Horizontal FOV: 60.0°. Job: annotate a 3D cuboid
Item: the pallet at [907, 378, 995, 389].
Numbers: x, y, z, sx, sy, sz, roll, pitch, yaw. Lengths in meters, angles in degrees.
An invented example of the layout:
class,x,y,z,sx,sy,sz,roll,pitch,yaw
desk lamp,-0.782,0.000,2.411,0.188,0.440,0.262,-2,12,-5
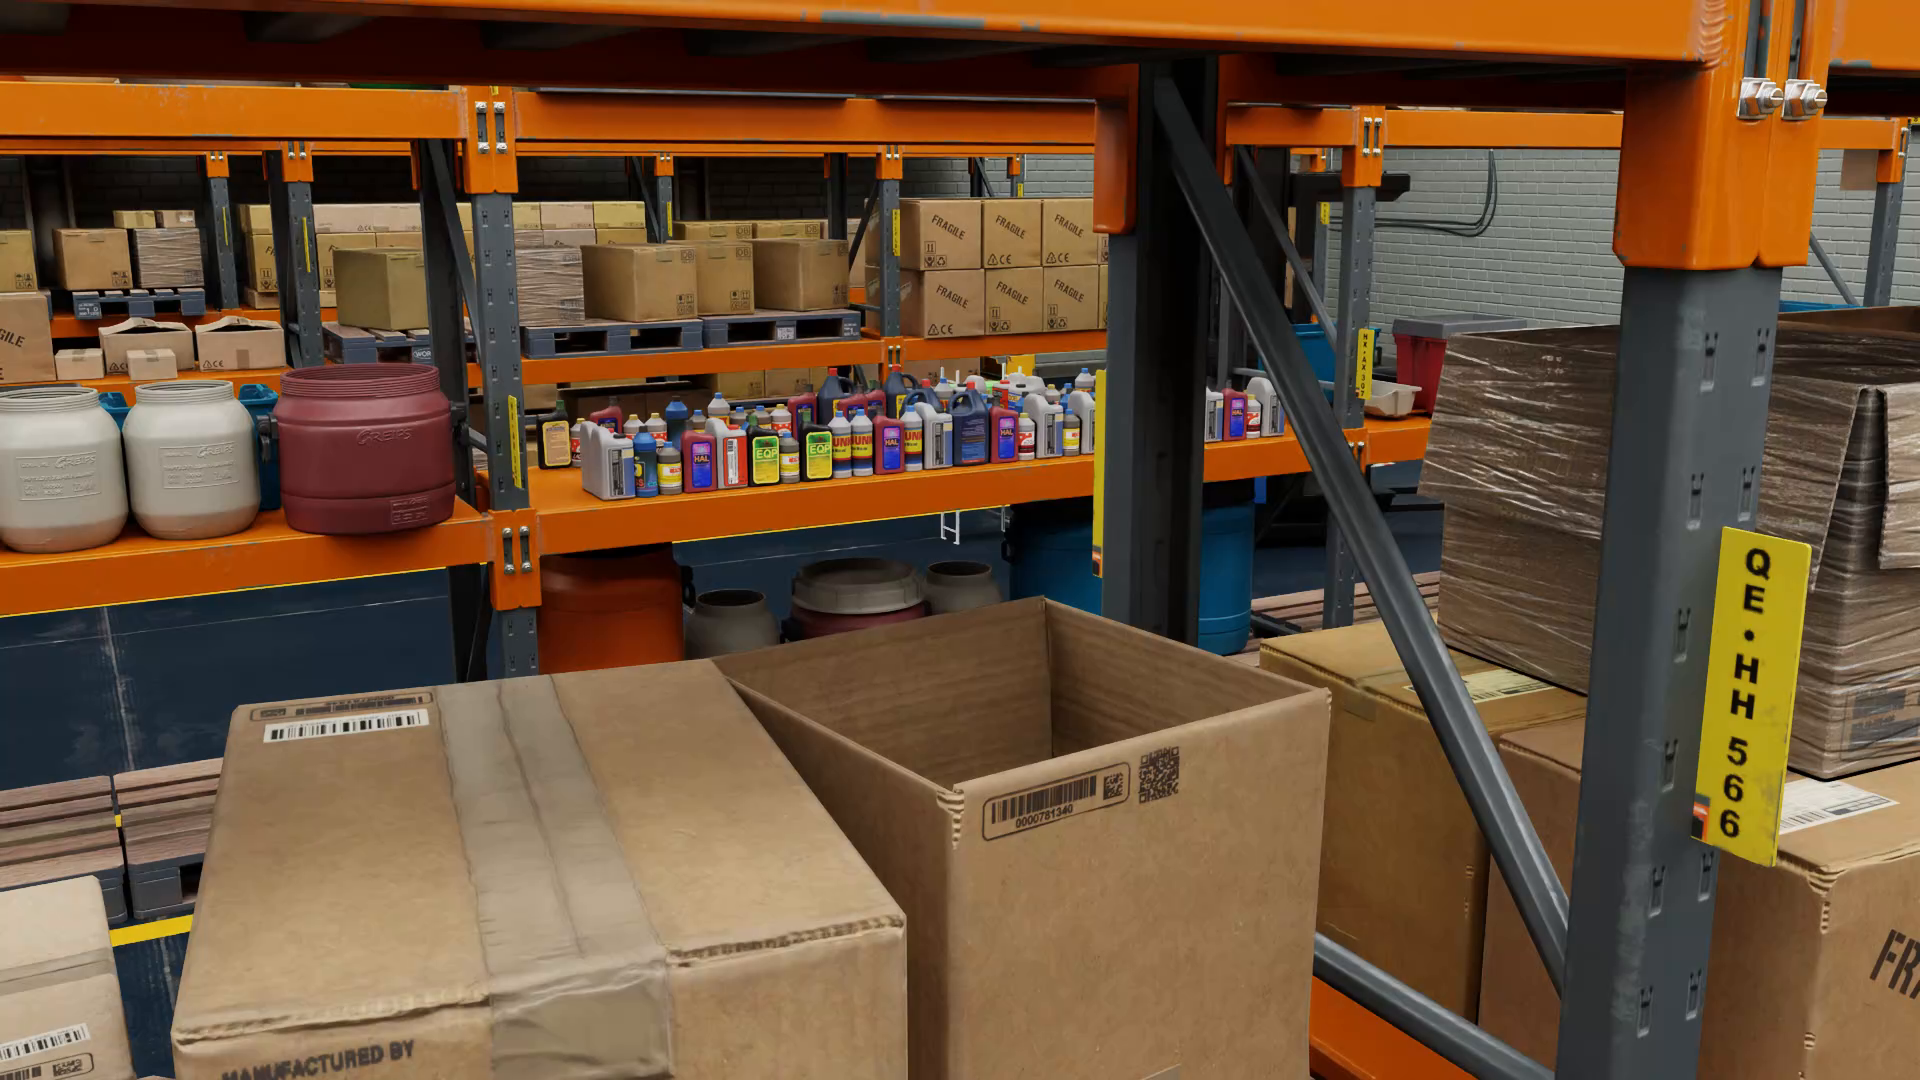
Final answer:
class,x,y,z,sx,sy,sz,roll,pitch,yaw
pallet,-0.258,-1.669,18.545,1.213,0.211,1.003,-7,14,-28

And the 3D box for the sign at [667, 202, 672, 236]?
class,x,y,z,sx,sy,sz,roll,pitch,yaw
sign,-2.836,-3.131,16.231,0.005,0.325,0.100,-7,14,-28

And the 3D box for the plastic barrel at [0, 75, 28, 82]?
class,x,y,z,sx,sy,sz,roll,pitch,yaw
plastic barrel,-3.268,-1.937,5.576,0.708,0.830,0.600,-7,14,-28

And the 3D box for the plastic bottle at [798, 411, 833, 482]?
class,x,y,z,sx,sy,sz,roll,pitch,yaw
plastic bottle,-0.586,-0.382,6.742,0.133,0.283,0.061,-7,14,-28

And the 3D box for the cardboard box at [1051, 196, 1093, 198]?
class,x,y,z,sx,sy,sz,roll,pitch,yaw
cardboard box,0.925,-2.553,13.618,0.500,0.500,0.500,-7,14,-28

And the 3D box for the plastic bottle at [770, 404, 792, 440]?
class,x,y,z,sx,sy,sz,roll,pitch,yaw
plastic bottle,-0.807,-0.510,7.497,0.097,0.201,0.097,0,13,0

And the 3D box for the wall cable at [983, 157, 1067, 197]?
class,x,y,z,sx,sy,sz,roll,pitch,yaw
wall cable,1.077,-3.941,19.976,1.851,1.984,0.084,-7,14,-28

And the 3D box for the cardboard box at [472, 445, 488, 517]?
class,x,y,z,sx,sy,sz,roll,pitch,yaw
cardboard box,-3.245,-0.377,11.143,0.500,0.500,0.500,-7,15,-30

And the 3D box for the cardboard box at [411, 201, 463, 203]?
class,x,y,z,sx,sy,sz,roll,pitch,yaw
cardboard box,-4.987,-3.115,15.960,0.500,0.250,0.500,-7,15,-29

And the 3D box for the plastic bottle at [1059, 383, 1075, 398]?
class,x,y,z,sx,sy,sz,roll,pitch,yaw
plastic bottle,0.532,-0.671,8.210,0.097,0.201,0.097,0,13,0

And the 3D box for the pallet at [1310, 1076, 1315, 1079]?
class,x,y,z,sx,sy,sz,roll,pitch,yaw
pallet,-0.070,0.766,1.811,1.003,0.211,1.213,-7,14,-28

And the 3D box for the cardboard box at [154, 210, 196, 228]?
class,x,y,z,sx,sy,sz,roll,pitch,yaw
cardboard box,-6.904,-2.825,14.622,0.250,0.149,0.380,-9,16,-35

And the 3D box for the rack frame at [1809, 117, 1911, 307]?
class,x,y,z,sx,sy,sz,roll,pitch,yaw
rack frame,5.153,-1.219,10.196,0.127,3.000,1.000,-7,14,-28

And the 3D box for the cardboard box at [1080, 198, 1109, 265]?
class,x,y,z,sx,sy,sz,roll,pitch,yaw
cardboard box,1.178,-2.448,13.152,0.500,0.500,0.500,-6,14,-26

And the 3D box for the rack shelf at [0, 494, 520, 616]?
class,x,y,z,sx,sy,sz,roll,pitch,yaw
rack shelf,-3.624,0.184,5.600,4.000,0.370,1.077,-7,14,-28

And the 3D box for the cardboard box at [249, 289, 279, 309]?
class,x,y,z,sx,sy,sz,roll,pitch,yaw
cardboard box,-6.216,-2.164,14.921,0.250,0.149,0.380,-7,14,-29

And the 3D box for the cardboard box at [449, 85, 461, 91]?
class,x,y,z,sx,sy,sz,roll,pitch,yaw
cardboard box,-3.424,-2.951,10.830,0.500,0.500,0.910,-7,14,-28

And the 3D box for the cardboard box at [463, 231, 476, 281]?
class,x,y,z,sx,sy,sz,roll,pitch,yaw
cardboard box,-4.713,-2.654,15.620,0.500,0.500,0.500,-6,14,-26

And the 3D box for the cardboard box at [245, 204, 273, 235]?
class,x,y,z,sx,sy,sz,roll,pitch,yaw
cardboard box,-6.068,-2.858,14.816,0.500,0.250,0.500,-6,14,-27

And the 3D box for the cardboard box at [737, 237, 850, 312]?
class,x,y,z,sx,sy,sz,roll,pitch,yaw
cardboard box,-1.251,-2.001,12.482,0.700,0.500,0.500,11,17,41

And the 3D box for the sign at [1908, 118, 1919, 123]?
class,x,y,z,sx,sy,sz,roll,pitch,yaw
sign,5.431,-2.527,9.414,0.005,0.325,0.100,-7,14,-28

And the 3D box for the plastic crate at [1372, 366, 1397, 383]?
class,x,y,z,sx,sy,sz,roll,pitch,yaw
plastic crate,2.496,-0.863,9.103,0.590,0.125,0.437,-7,14,-28

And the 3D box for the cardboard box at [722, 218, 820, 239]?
class,x,y,z,sx,sy,sz,roll,pitch,yaw
cardboard box,-1.977,-2.984,17.353,0.700,0.700,0.980,-7,15,-29

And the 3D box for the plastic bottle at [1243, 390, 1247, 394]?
class,x,y,z,sx,sy,sz,roll,pitch,yaw
plastic bottle,1.375,-0.620,7.985,0.097,0.201,0.097,0,13,0

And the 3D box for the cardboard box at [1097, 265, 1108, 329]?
class,x,y,z,sx,sy,sz,roll,pitch,yaw
cardboard box,1.184,-1.964,13.276,0.500,0.500,0.500,-7,14,-29

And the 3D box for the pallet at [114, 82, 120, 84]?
class,x,y,z,sx,sy,sz,roll,pitch,yaw
pallet,-4.792,-2.615,9.997,1.003,0.211,1.213,-6,14,-25

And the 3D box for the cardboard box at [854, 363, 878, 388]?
class,x,y,z,sx,sy,sz,roll,pitch,yaw
cardboard box,-1.040,-1.915,18.025,0.500,0.500,0.700,-7,15,-30

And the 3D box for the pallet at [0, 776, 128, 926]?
class,x,y,z,sx,sy,sz,roll,pitch,yaw
pallet,-3.637,1.184,5.867,1.213,0.211,1.003,-7,14,-28

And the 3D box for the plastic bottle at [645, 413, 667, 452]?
class,x,y,z,sx,sy,sz,roll,pitch,yaw
plastic bottle,-1.320,-0.449,7.224,0.097,0.201,0.097,0,13,0

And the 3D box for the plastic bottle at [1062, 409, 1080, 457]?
class,x,y,z,sx,sy,sz,roll,pitch,yaw
plastic bottle,0.481,-0.475,7.340,0.097,0.201,0.097,0,13,0

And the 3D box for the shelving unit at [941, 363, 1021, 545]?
class,x,y,z,sx,sy,sz,roll,pitch,yaw
shelving unit,0.145,-0.603,11.555,0.503,1.200,0.258,-7,14,-28

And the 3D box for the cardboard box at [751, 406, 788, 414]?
class,x,y,z,sx,sy,sz,roll,pitch,yaw
cardboard box,-1.269,-0.745,12.778,0.500,0.500,0.500,-8,15,-30

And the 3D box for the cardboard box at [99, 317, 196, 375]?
class,x,y,z,sx,sy,sz,roll,pitch,yaw
cardboard box,-5.117,-1.233,10.457,0.500,0.311,0.500,-7,14,-29

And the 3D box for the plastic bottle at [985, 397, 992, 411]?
class,x,y,z,sx,sy,sz,roll,pitch,yaw
plastic bottle,0.131,-0.482,7.213,0.097,0.271,0.097,0,13,0

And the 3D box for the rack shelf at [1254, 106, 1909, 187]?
class,x,y,z,sx,sy,sz,roll,pitch,yaw
rack shelf,3.398,-2.121,9.010,4.000,0.370,1.077,-7,14,-28

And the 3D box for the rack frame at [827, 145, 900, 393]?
class,x,y,z,sx,sy,sz,roll,pitch,yaw
rack frame,-0.728,-1.754,12.569,0.127,3.000,1.000,-7,14,-28

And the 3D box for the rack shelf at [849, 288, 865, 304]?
class,x,y,z,sx,sy,sz,roll,pitch,yaw
rack shelf,-1.349,-2.567,17.823,4.000,0.370,1.077,-7,14,-28

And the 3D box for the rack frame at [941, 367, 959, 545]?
class,x,y,z,sx,sy,sz,roll,pitch,yaw
rack frame,-0.069,-0.577,11.441,0.015,1.200,0.240,-7,14,-28

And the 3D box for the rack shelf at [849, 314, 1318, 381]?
class,x,y,z,sx,sy,sz,roll,pitch,yaw
rack shelf,1.028,-1.613,13.583,4.000,0.370,1.077,-7,14,-28

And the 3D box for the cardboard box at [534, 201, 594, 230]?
class,x,y,z,sx,sy,sz,roll,pitch,yaw
cardboard box,-3.845,-3.127,16.013,0.500,0.250,0.500,-6,14,-27

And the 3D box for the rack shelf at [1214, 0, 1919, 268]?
class,x,y,z,sx,sy,sz,roll,pitch,yaw
rack shelf,2.260,-0.746,2.899,4.000,0.370,1.077,-7,14,-28

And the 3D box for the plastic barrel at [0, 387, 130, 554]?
class,x,y,z,sx,sy,sz,roll,pitch,yaw
plastic barrel,-3.039,-0.239,5.583,0.421,0.512,0.421,0,13,0

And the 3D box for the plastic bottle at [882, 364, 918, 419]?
class,x,y,z,sx,sy,sz,roll,pitch,yaw
plastic bottle,-0.276,-0.641,7.738,0.185,0.351,0.144,-7,14,-28

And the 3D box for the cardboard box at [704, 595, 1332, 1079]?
class,x,y,z,sx,sy,sz,roll,pitch,yaw
cardboard box,0.050,0.388,1.871,0.500,0.500,0.500,-9,16,-35

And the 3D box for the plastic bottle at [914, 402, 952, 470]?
class,x,y,z,sx,sy,sz,roll,pitch,yaw
plastic bottle,-0.117,-0.446,7.043,0.135,0.276,0.152,-7,14,-28

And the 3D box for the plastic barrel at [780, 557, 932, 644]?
class,x,y,z,sx,sy,sz,roll,pitch,yaw
plastic barrel,-0.456,0.420,7.446,0.708,0.588,0.600,-7,14,-28

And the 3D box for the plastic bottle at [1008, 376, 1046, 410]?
class,x,y,z,sx,sy,sz,roll,pitch,yaw
plastic bottle,0.314,-0.636,7.886,0.135,0.276,0.152,-7,14,-28

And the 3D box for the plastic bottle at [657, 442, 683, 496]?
class,x,y,z,sx,sy,sz,roll,pitch,yaw
plastic bottle,-1.134,-0.281,6.480,0.097,0.201,0.097,0,13,0

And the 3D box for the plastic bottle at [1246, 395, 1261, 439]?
class,x,y,z,sx,sy,sz,roll,pitch,yaw
plastic bottle,1.363,-0.580,7.809,0.097,0.201,0.097,0,13,0

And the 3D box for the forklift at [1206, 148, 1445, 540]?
class,x,y,z,sx,sy,sz,roll,pitch,yaw
forklift,2.441,-1.506,11.627,3.031,2.935,1.130,-2,13,-10

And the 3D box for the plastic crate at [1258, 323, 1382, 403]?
class,x,y,z,sx,sy,sz,roll,pitch,yaw
plastic crate,1.889,-0.935,8.831,0.575,0.384,0.392,-7,14,-28
